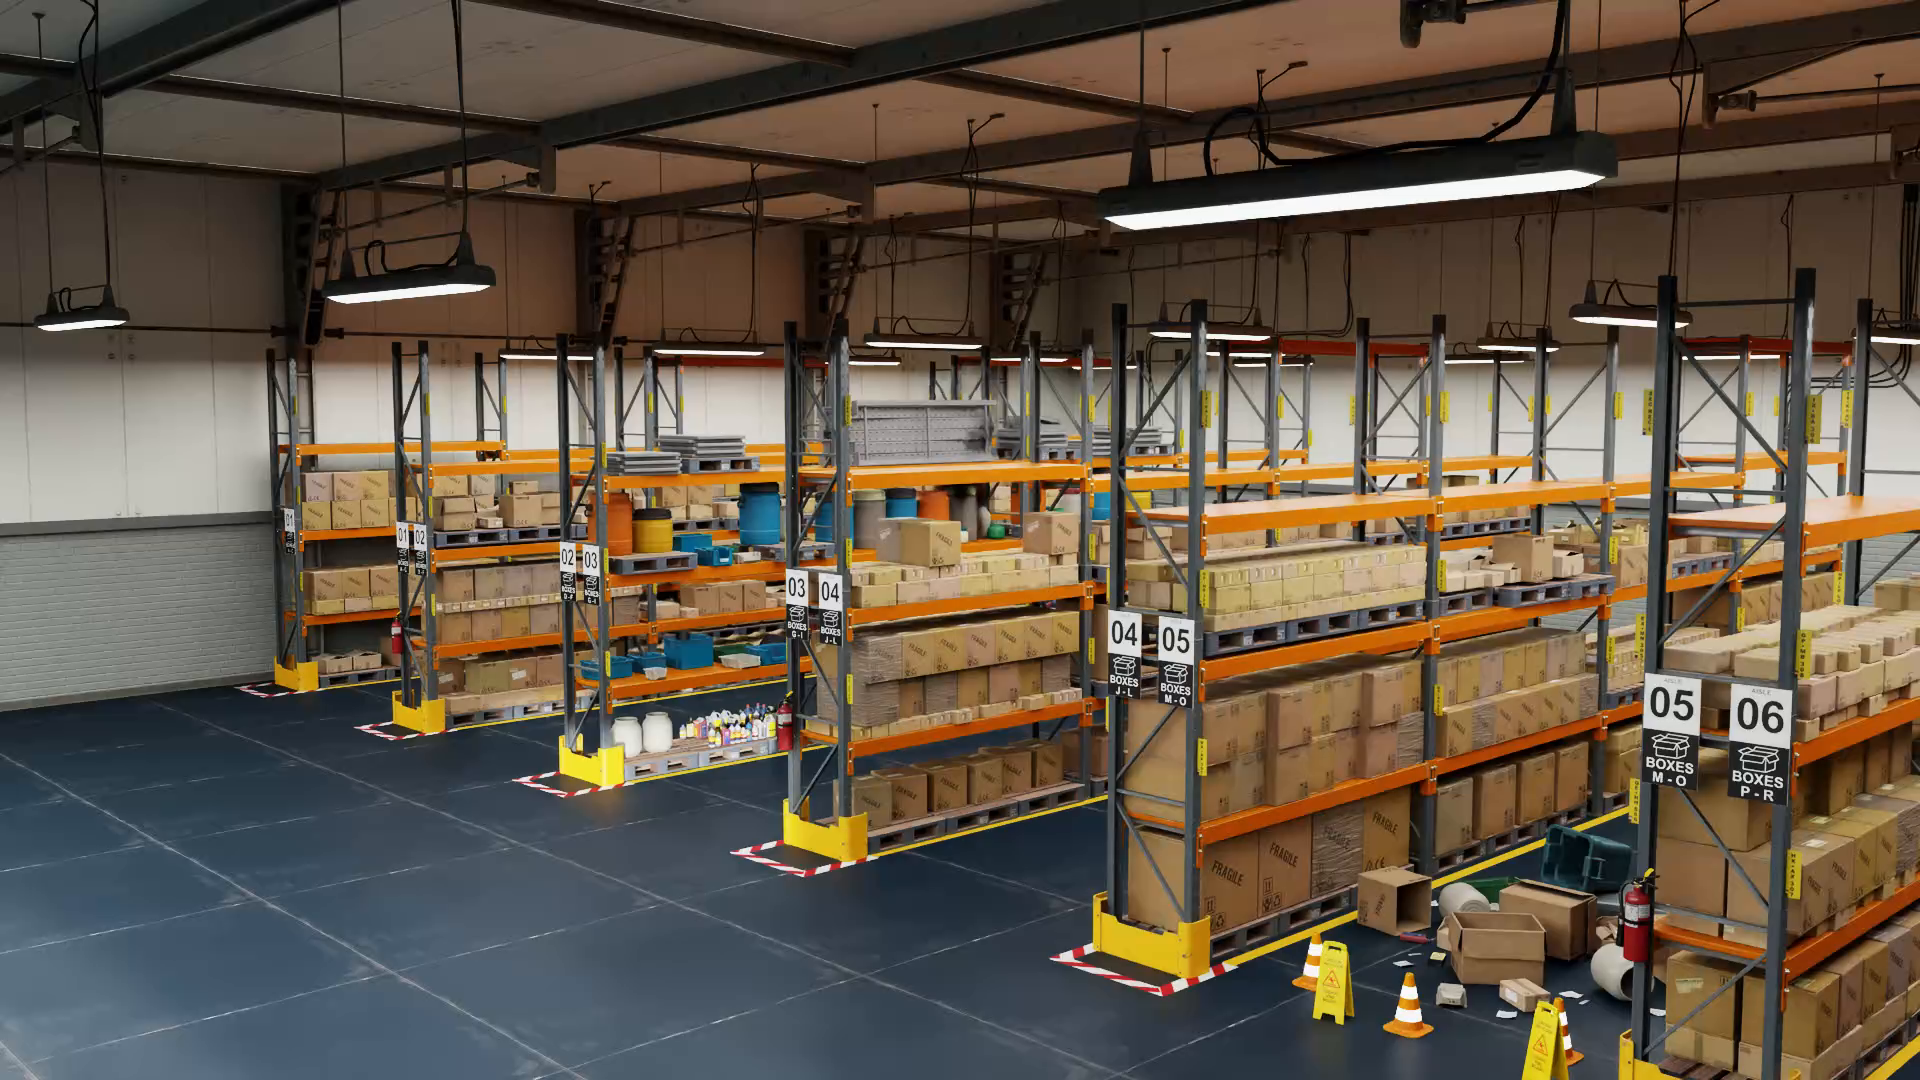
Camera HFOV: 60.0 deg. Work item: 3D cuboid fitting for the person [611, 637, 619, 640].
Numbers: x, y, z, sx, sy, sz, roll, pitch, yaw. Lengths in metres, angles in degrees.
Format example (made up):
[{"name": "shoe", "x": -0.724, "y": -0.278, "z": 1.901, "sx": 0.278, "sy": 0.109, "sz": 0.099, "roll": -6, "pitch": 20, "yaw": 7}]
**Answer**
[{"name": "person", "x": -6.383, "y": 1.718, "z": 30.192, "sx": 0.918, "sy": 1.641, "sz": 0.615, "roll": -5, "pitch": 7, "yaw": -43}]
